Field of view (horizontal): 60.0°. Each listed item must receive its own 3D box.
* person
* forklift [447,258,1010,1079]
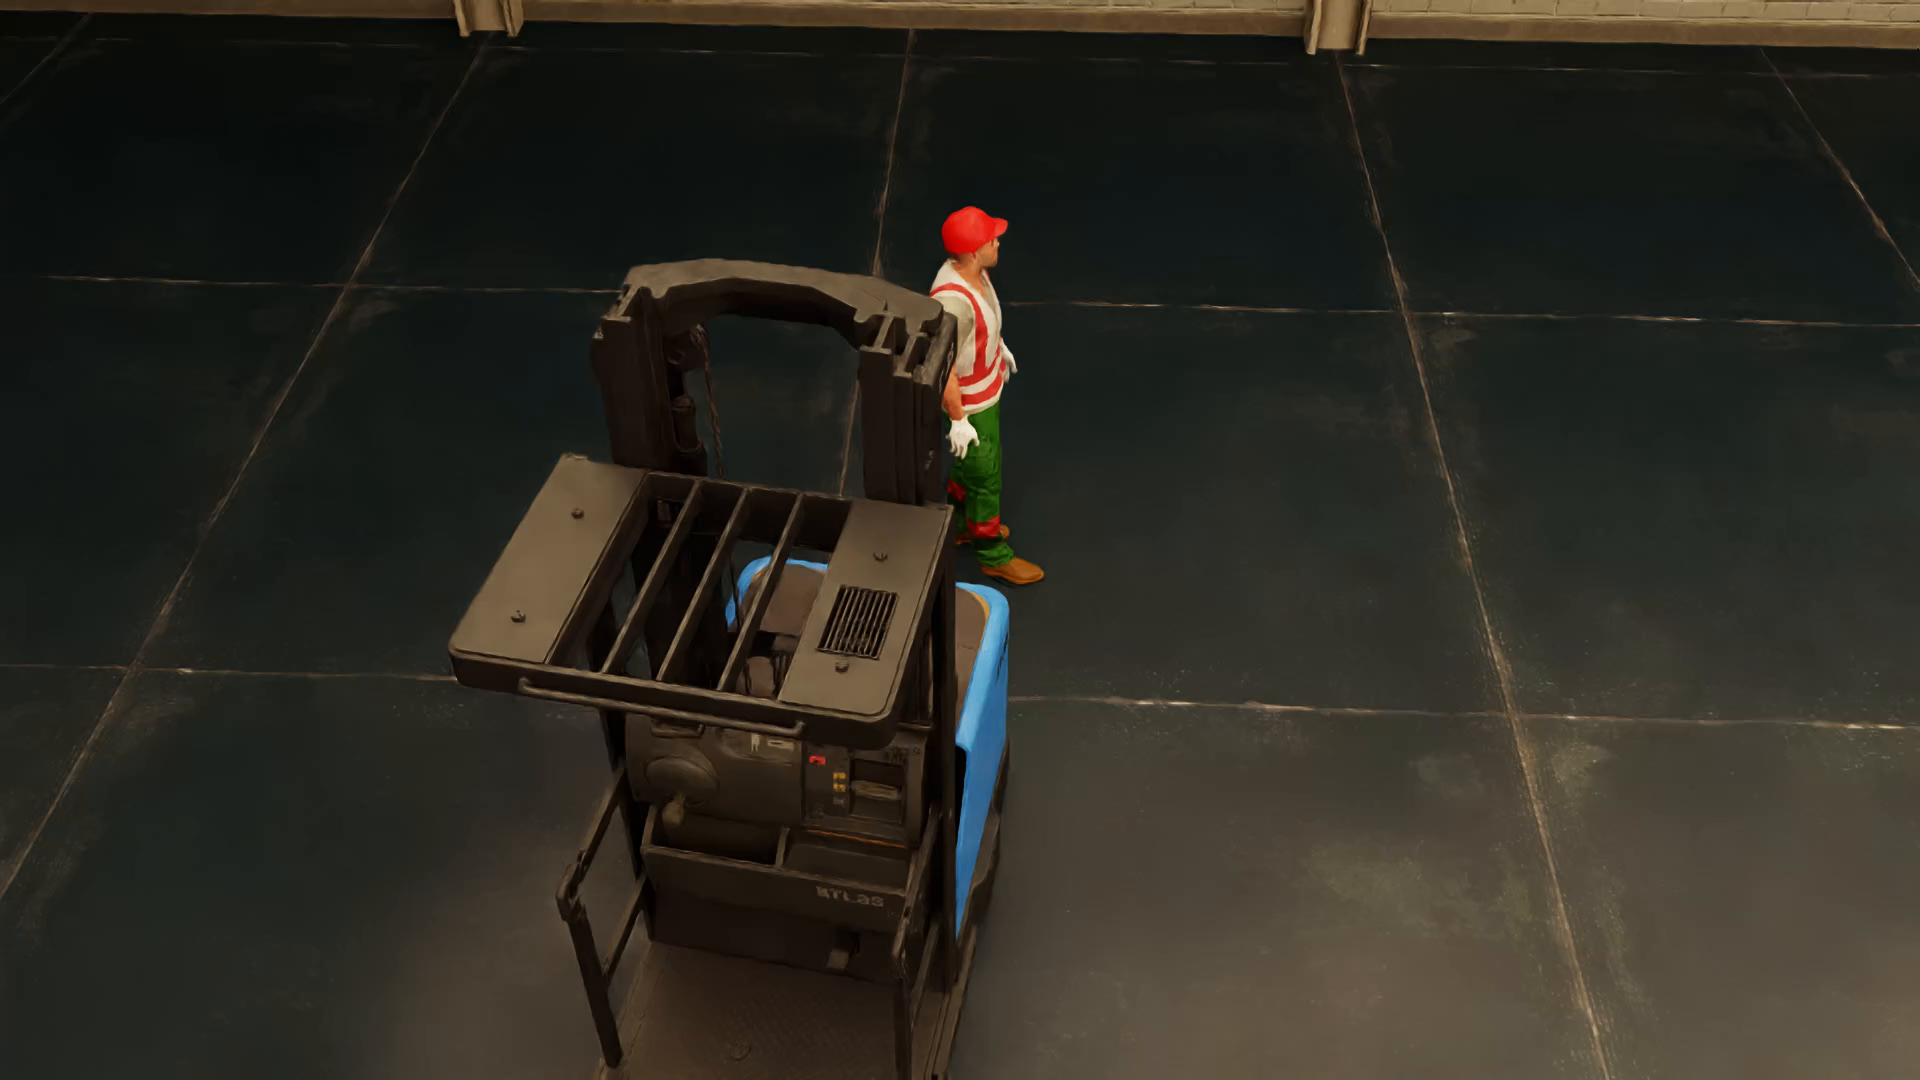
[{"bbox_3d":[0.145,-0.649,7.305,0.559,1.788,0.686,6,43,6],"label":"person"},{"bbox_3d":[-0.605,0.795,4.871,1.130,2.935,3.031,8,43,9],"label":"forklift"}]
